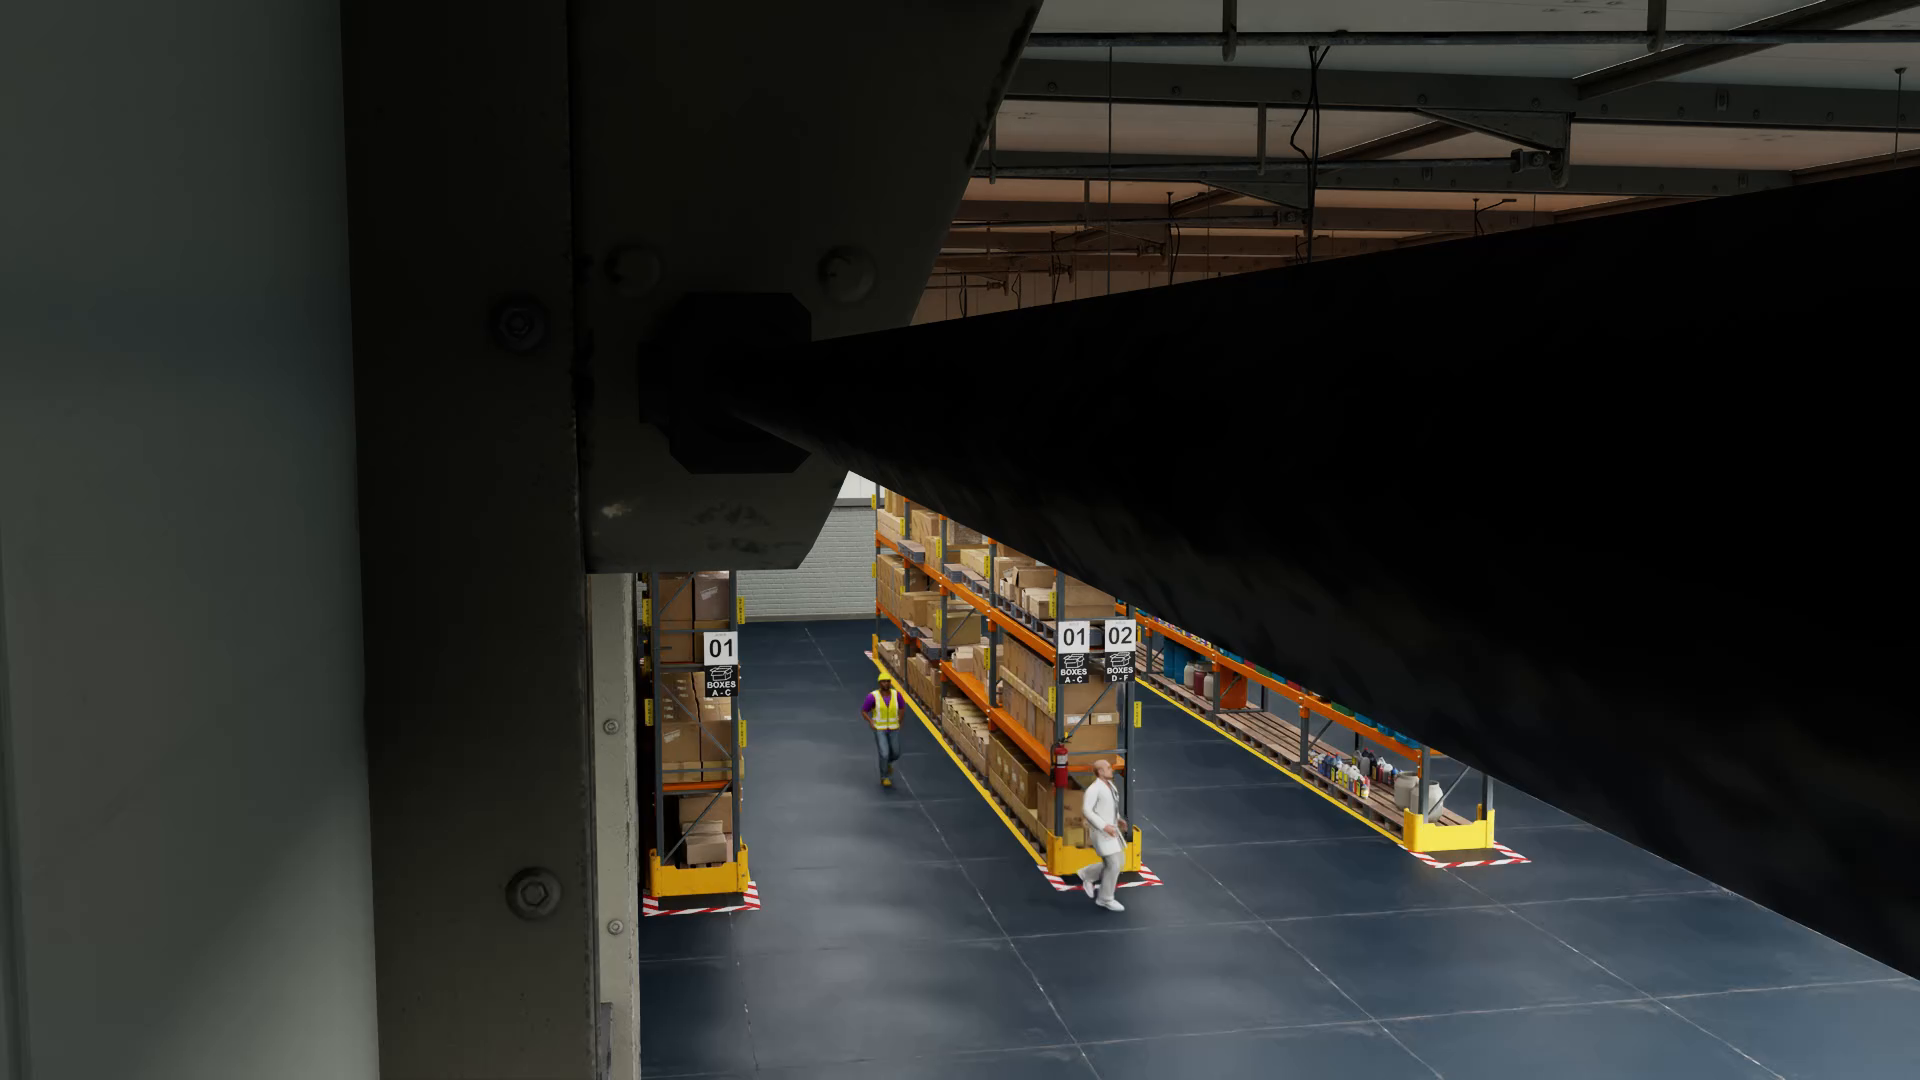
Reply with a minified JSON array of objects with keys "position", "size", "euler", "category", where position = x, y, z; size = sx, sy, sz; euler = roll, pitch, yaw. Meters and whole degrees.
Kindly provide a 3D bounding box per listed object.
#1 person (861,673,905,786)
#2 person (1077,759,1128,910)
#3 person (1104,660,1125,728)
[{"position":[-1.149,2.867,25.358],"size":[0.697,1.717,0.609],"euler":[-2,6,-18],"category":"person"},{"position":[1.685,3.470,19.659],"size":[0.637,1.757,0.775],"euler":[3,7,28],"category":"person"},{"position":[2.806,2.506,29.313],"size":[0.608,1.719,0.759],"euler":[-1,6,-10],"category":"person"}]
